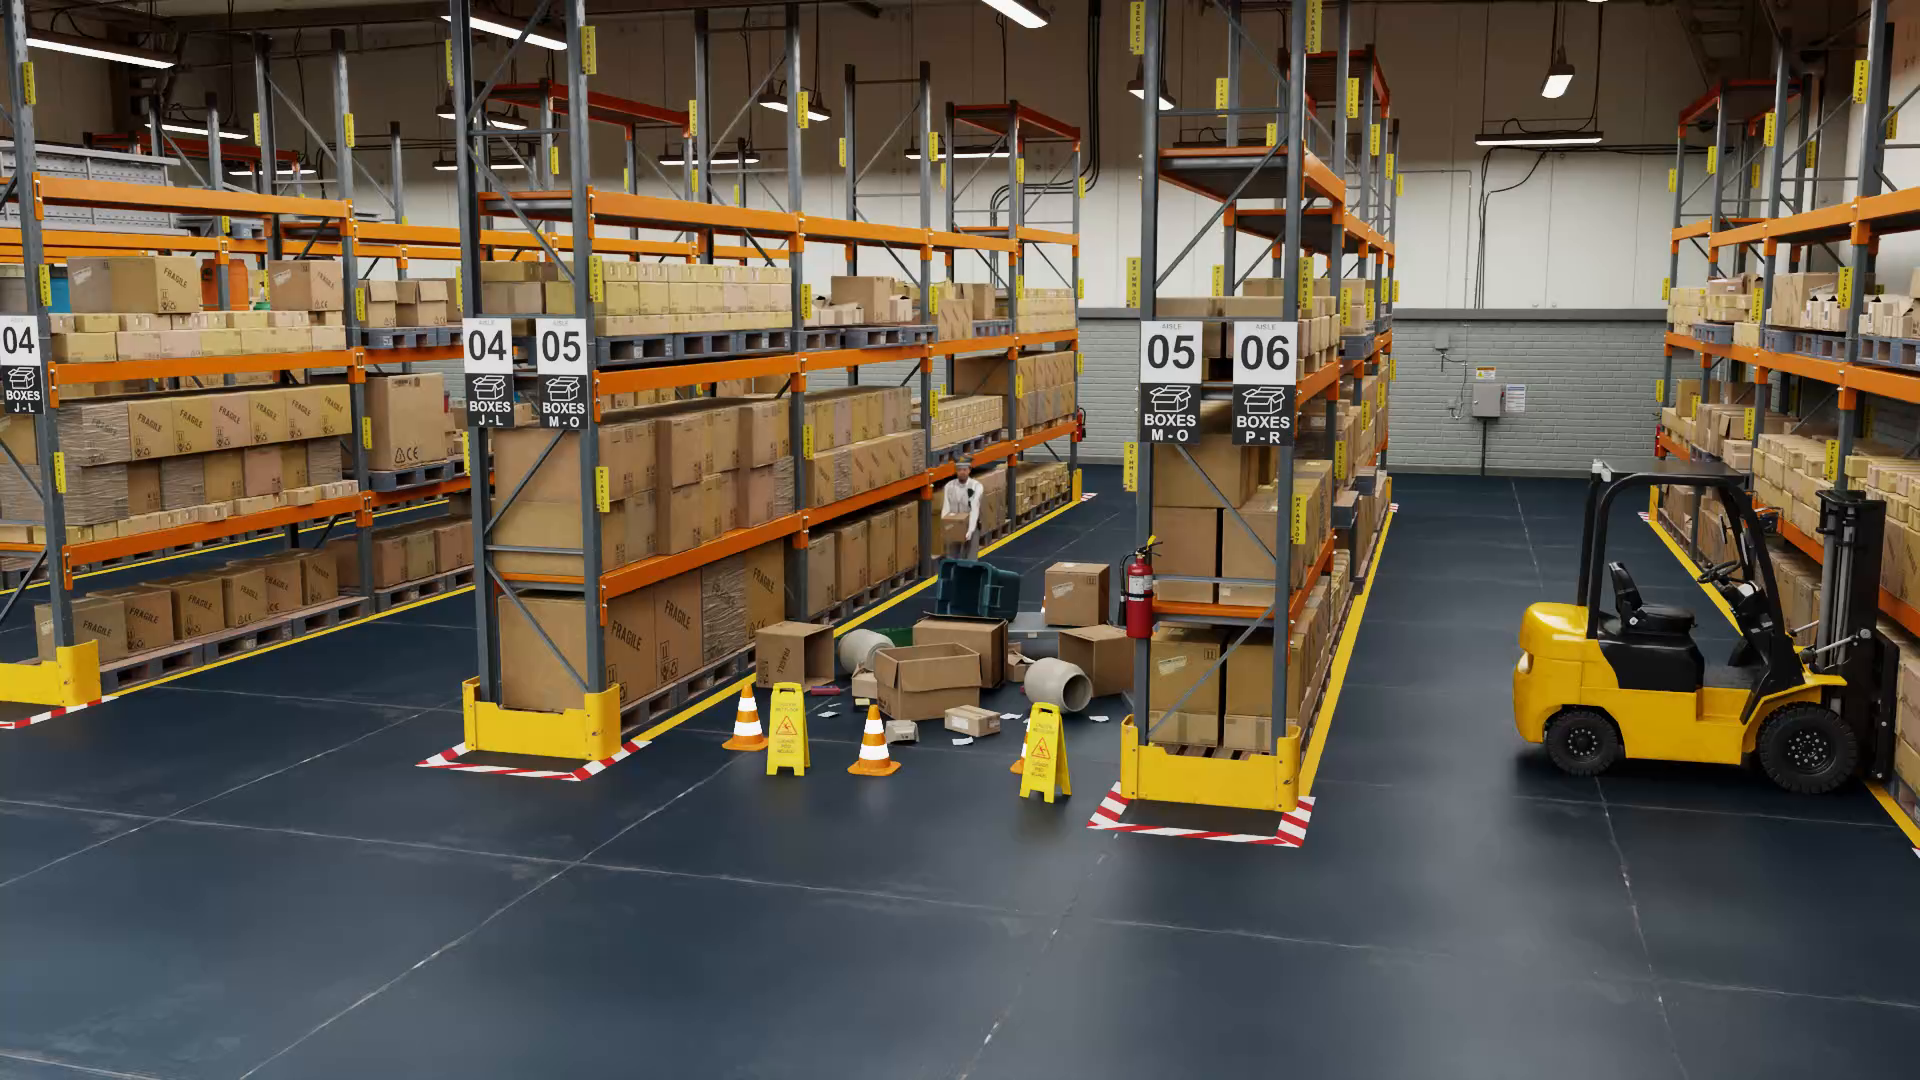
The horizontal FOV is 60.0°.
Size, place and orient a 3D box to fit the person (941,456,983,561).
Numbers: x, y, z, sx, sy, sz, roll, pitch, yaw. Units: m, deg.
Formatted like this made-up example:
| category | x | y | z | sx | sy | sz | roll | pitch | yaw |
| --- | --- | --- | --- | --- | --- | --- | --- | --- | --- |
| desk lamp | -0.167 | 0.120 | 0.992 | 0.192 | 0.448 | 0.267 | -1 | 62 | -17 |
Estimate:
| category | x | y | z | sx | sy | sz | roll | pitch | yaw |
| --- | --- | --- | --- | --- | --- | --- | --- | --- | --- |
| person | 0.021 | -0.071 | 17.798 | 0.415 | 1.677 | 0.533 | 2 | 9 | 15 |
